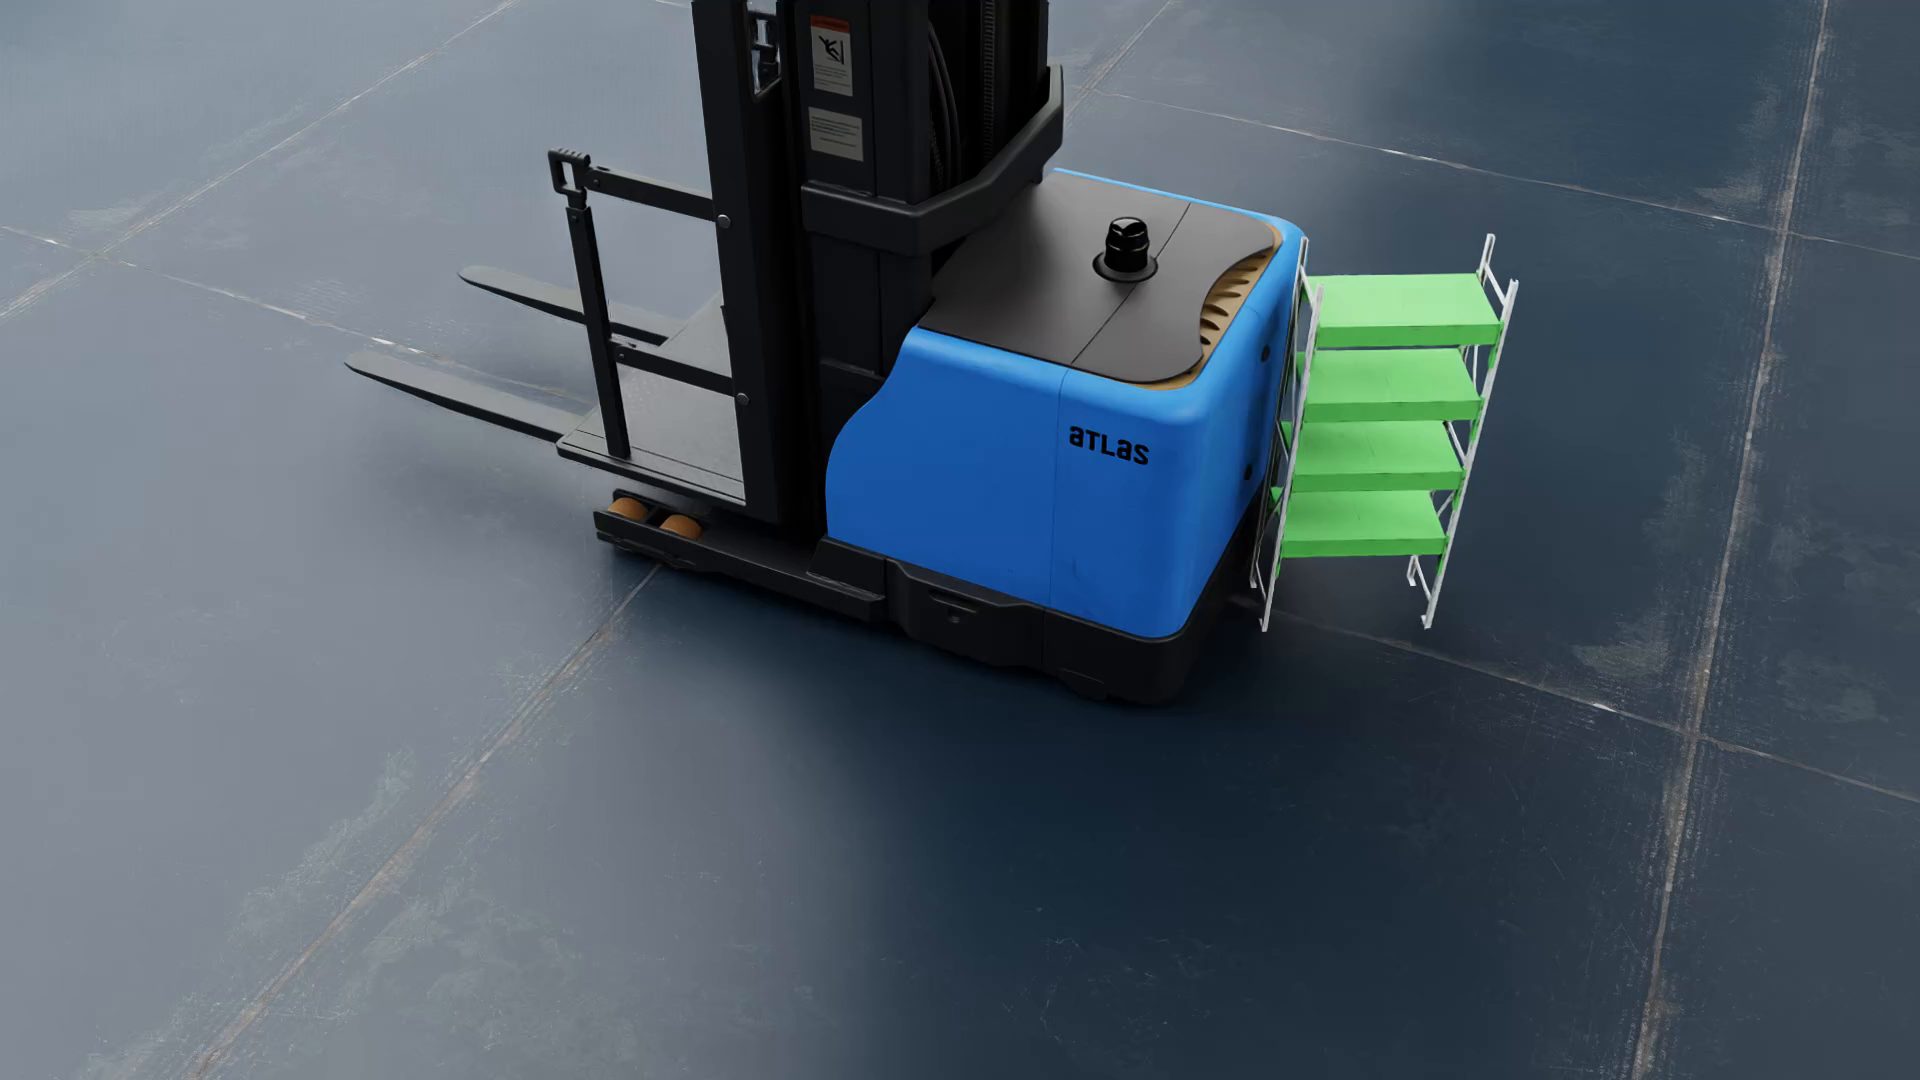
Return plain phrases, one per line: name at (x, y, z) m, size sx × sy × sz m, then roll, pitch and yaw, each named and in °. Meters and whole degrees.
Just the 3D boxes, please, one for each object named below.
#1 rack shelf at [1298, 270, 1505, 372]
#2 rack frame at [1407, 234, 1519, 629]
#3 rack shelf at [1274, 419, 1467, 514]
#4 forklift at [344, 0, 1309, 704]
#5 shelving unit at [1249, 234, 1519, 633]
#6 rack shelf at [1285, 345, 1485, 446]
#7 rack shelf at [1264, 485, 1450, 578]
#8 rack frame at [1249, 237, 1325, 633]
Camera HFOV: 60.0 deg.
rack shelf at (1.143, -0.576, 4.364) m, size 0.480 × 0.148 × 0.258 m, roll -1°, pitch 41°, yaw -1°
rack frame at (1.387, -0.267, 4.642) m, size 0.015 × 1.200 × 0.240 m, roll -1°, pitch 41°, yaw -1°
rack shelf at (1.143, -0.214, 4.678) m, size 0.480 × 0.148 × 0.258 m, roll -1°, pitch 41°, yaw -1°
forklift at (-0.570, -1.311, 4.525) m, size 3.031 × 2.935 × 1.130 m, roll 17°, pitch 44°, yaw 19°
shelving unit at (1.143, -0.262, 4.636) m, size 0.503 × 1.200 × 0.258 m, roll -1°, pitch 41°, yaw -1°
rack shelf at (1.143, -0.395, 4.521) m, size 0.480 × 0.148 × 0.258 m, roll -1°, pitch 41°, yaw -1°
rack shelf at (1.143, -0.032, 4.835) m, size 0.480 × 0.148 × 0.258 m, roll -1°, pitch 41°, yaw -1°
rack frame at (0.899, -0.257, 4.631) m, size 0.015 × 1.200 × 0.240 m, roll -1°, pitch 41°, yaw -1°
